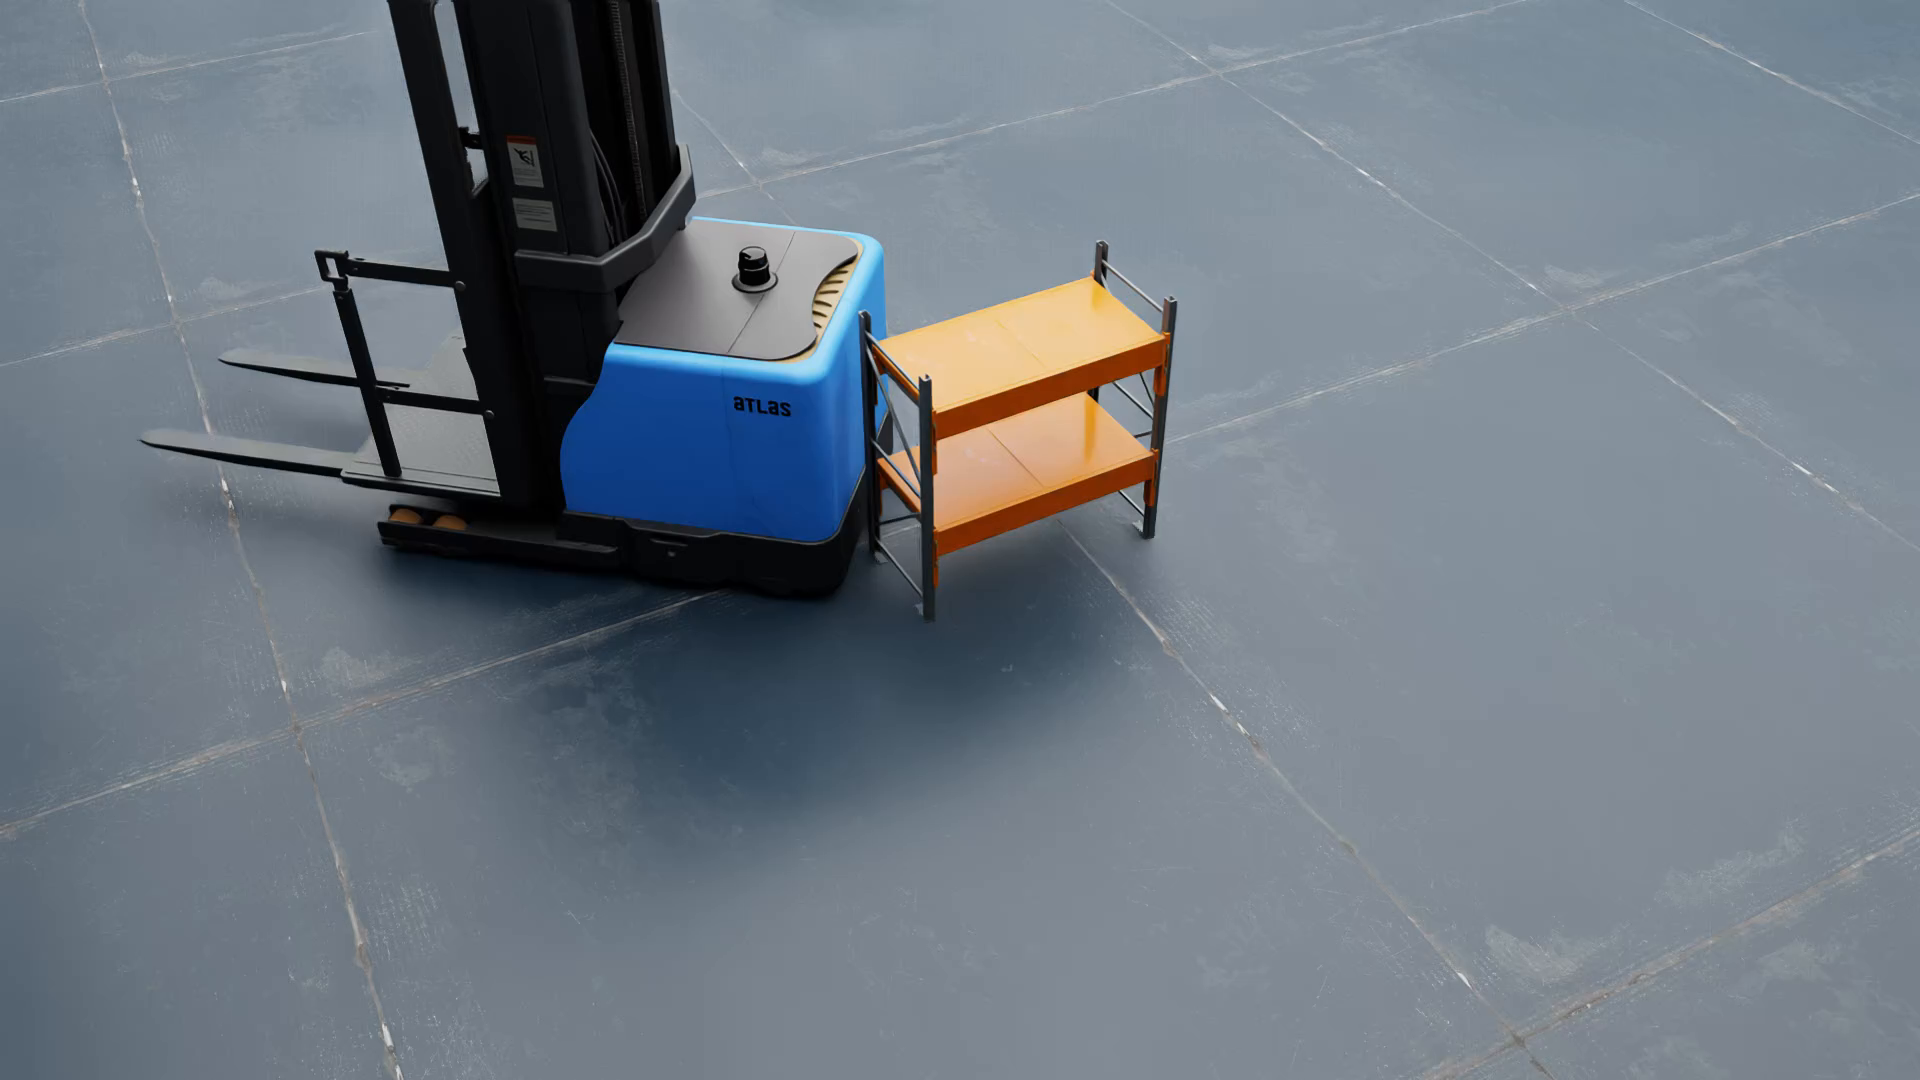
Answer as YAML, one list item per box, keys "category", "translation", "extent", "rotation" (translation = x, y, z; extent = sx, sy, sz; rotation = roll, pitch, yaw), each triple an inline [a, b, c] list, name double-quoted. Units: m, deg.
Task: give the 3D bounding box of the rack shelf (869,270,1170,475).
- category: "rack shelf"
  translation: [0.212, -0.639, 6.181]
  extent: [1.000, 0.278, 0.538]
  rotation: [-20, 44, -22]

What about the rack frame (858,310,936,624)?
- category: "rack frame"
  translation: [-0.230, -0.254, 6.180]
  extent: [0.032, 1.125, 0.500]
  rotation: [-20, 44, -22]

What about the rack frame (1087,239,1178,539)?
- category: "rack frame"
  translation: [0.655, -0.577, 6.561]
  extent: [0.032, 1.125, 0.500]
  rotation: [-20, 44, -22]

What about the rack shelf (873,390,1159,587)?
- category: "rack shelf"
  translation: [0.212, -0.229, 6.529]
  extent: [1.000, 0.278, 0.538]
  rotation: [-20, 44, -22]

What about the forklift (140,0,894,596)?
- category: "forklift"
  translation: [-1.854, -1.379, 6.110]
  extent: [3.031, 2.935, 1.130]
  rotation: [8, 41, 9]

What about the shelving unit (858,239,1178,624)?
- category: "shelving unit"
  translation: [0.212, -0.416, 6.371]
  extent: [1.048, 1.125, 0.538]
  rotation: [-20, 44, -22]
